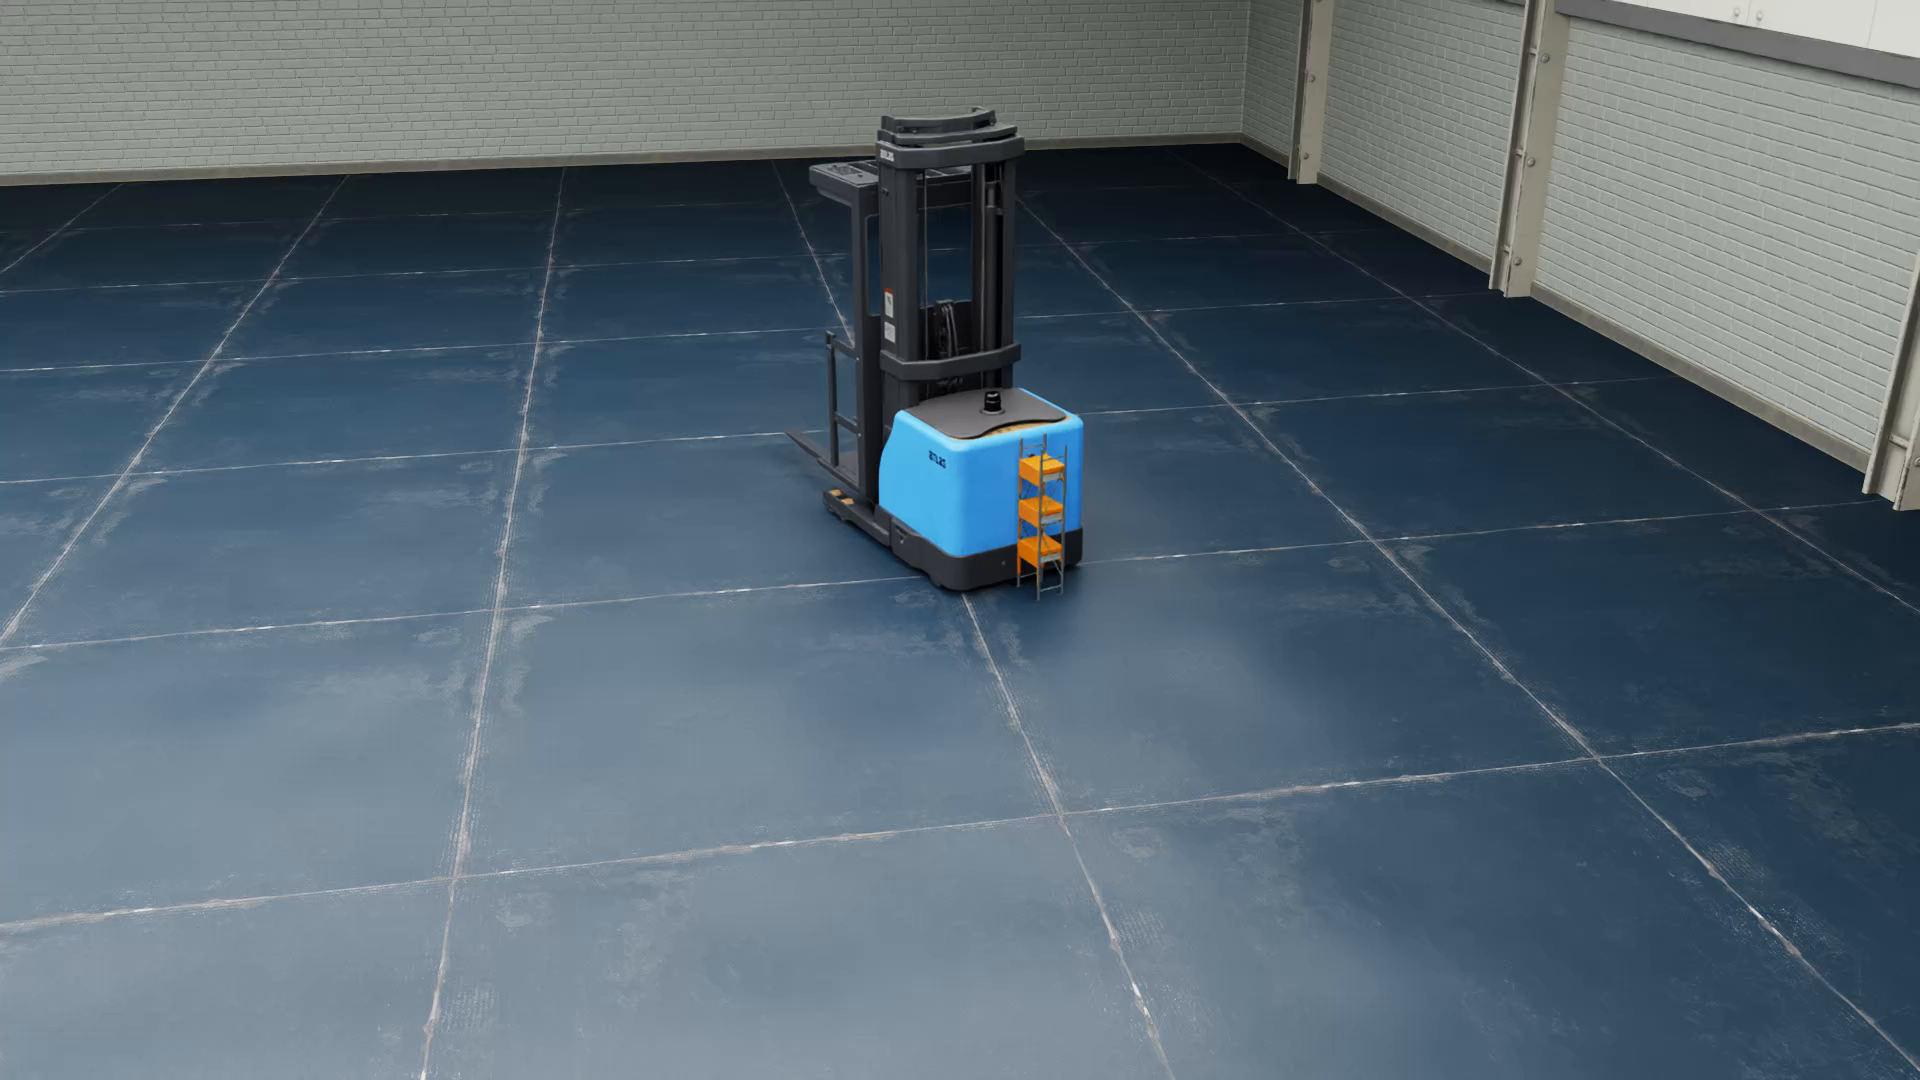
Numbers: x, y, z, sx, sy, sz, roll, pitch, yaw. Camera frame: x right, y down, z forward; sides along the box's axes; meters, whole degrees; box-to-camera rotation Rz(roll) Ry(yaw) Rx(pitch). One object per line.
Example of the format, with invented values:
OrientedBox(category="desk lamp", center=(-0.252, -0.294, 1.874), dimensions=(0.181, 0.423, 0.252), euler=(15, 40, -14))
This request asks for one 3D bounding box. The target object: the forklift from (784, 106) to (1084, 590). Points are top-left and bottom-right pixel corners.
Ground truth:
OrientedBox(category="forklift", center=(-0.348, -1.563, 11.666), dimensions=(1.130, 2.935, 3.031), euler=(-13, 27, -27))

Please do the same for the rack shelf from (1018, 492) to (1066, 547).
OrientedBox(category="rack shelf", center=(0.528, -0.133, 10.769), dimensions=(0.215, 0.259, 0.240), euler=(-13, 27, -27))

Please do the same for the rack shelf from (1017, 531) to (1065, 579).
OrientedBox(category="rack shelf", center=(0.528, 0.122, 10.880), dimensions=(0.215, 0.259, 0.240), euler=(-13, 27, -27))

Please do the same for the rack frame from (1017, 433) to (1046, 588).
OrientedBox(category="rack frame", center=(0.467, -0.185, 10.861), dimensions=(0.200, 1.050, 0.008), euler=(-13, 27, -27))

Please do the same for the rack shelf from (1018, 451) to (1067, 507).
OrientedBox(category="rack shelf", center=(0.528, -0.393, 10.655), dimensions=(0.215, 0.259, 0.240), euler=(-13, 27, -27))

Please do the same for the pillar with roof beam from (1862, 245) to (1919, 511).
OrientedBox(category="pillar with roof beam", center=(2.785, -4.109, 9.916), dimensions=(9.100, 9.000, 0.400), euler=(-4, 24, -10))

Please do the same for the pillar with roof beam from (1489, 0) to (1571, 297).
OrientedBox(category="pillar with roof beam", center=(1.676, -6.469, 15.319), dimensions=(9.100, 9.000, 0.400), euler=(-4, 24, -10))

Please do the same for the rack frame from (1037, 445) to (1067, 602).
OrientedBox(category="rack frame", center=(0.590, -0.100, 10.668), dimensions=(0.200, 1.050, 0.008), euler=(-13, 27, -27))

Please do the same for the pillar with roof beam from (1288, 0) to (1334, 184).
OrientedBox(category="pillar with roof beam", center=(0.566, -8.829, 20.723), dimensions=(9.100, 9.000, 0.400), euler=(-4, 24, -10))

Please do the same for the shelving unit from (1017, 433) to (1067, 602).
OrientedBox(category="shelving unit", center=(0.528, -0.143, 10.765), dimensions=(0.215, 1.050, 0.252), euler=(-13, 27, -27))
